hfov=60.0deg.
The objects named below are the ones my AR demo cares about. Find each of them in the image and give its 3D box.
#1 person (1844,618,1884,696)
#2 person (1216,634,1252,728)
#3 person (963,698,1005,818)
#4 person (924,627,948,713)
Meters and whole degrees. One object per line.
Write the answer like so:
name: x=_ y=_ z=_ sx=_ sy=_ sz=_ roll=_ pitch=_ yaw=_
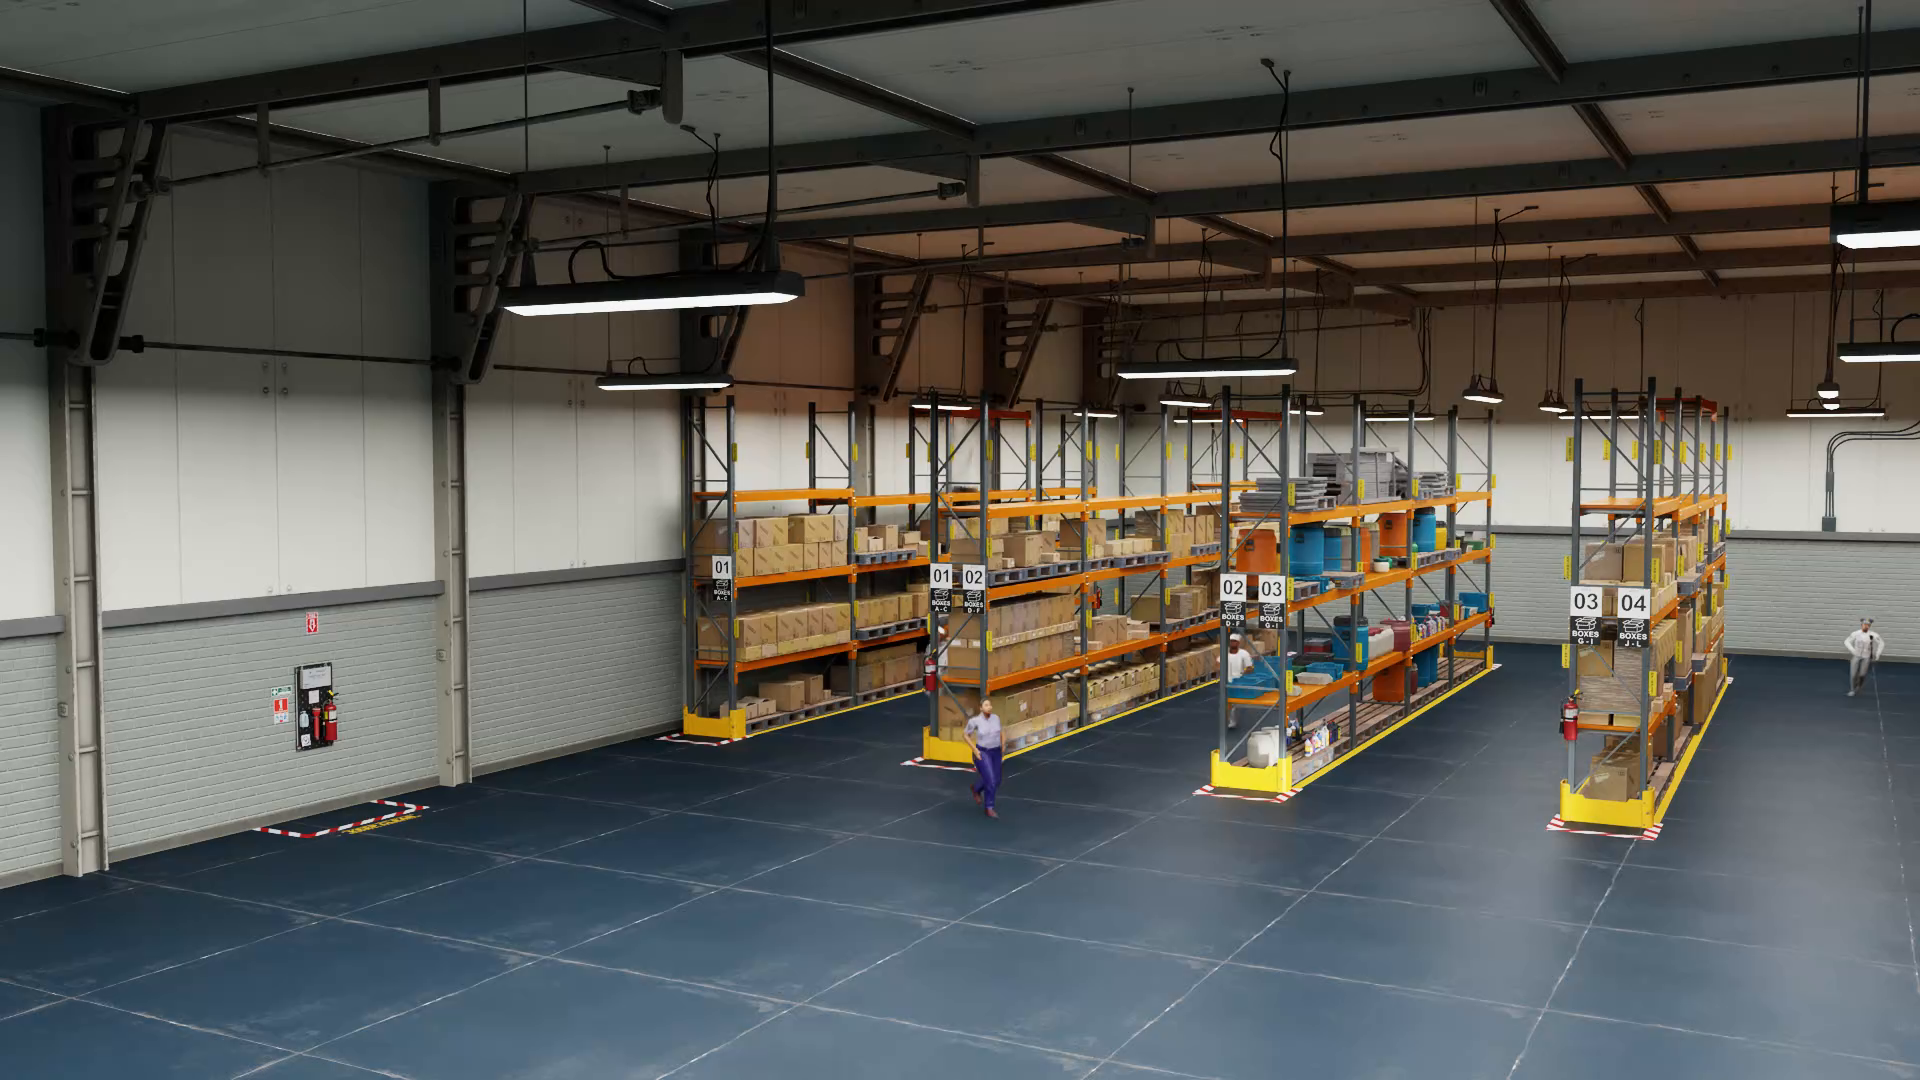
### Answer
person: x=18.488 y=2.400 z=34.030 sx=0.714 sy=1.630 sz=0.490 roll=2 pitch=4 yaw=31
person: x=4.912 y=2.556 z=30.014 sx=0.674 sy=1.729 sz=0.571 roll=1 pitch=3 yaw=21
person: x=0.359 y=2.997 z=23.009 sx=0.612 sy=1.635 sz=0.618 roll=-2 pitch=4 yaw=-33
person: x=-0.430 y=2.495 z=31.095 sx=0.635 sy=1.733 sz=0.569 roll=1 pitch=3 yaw=16
